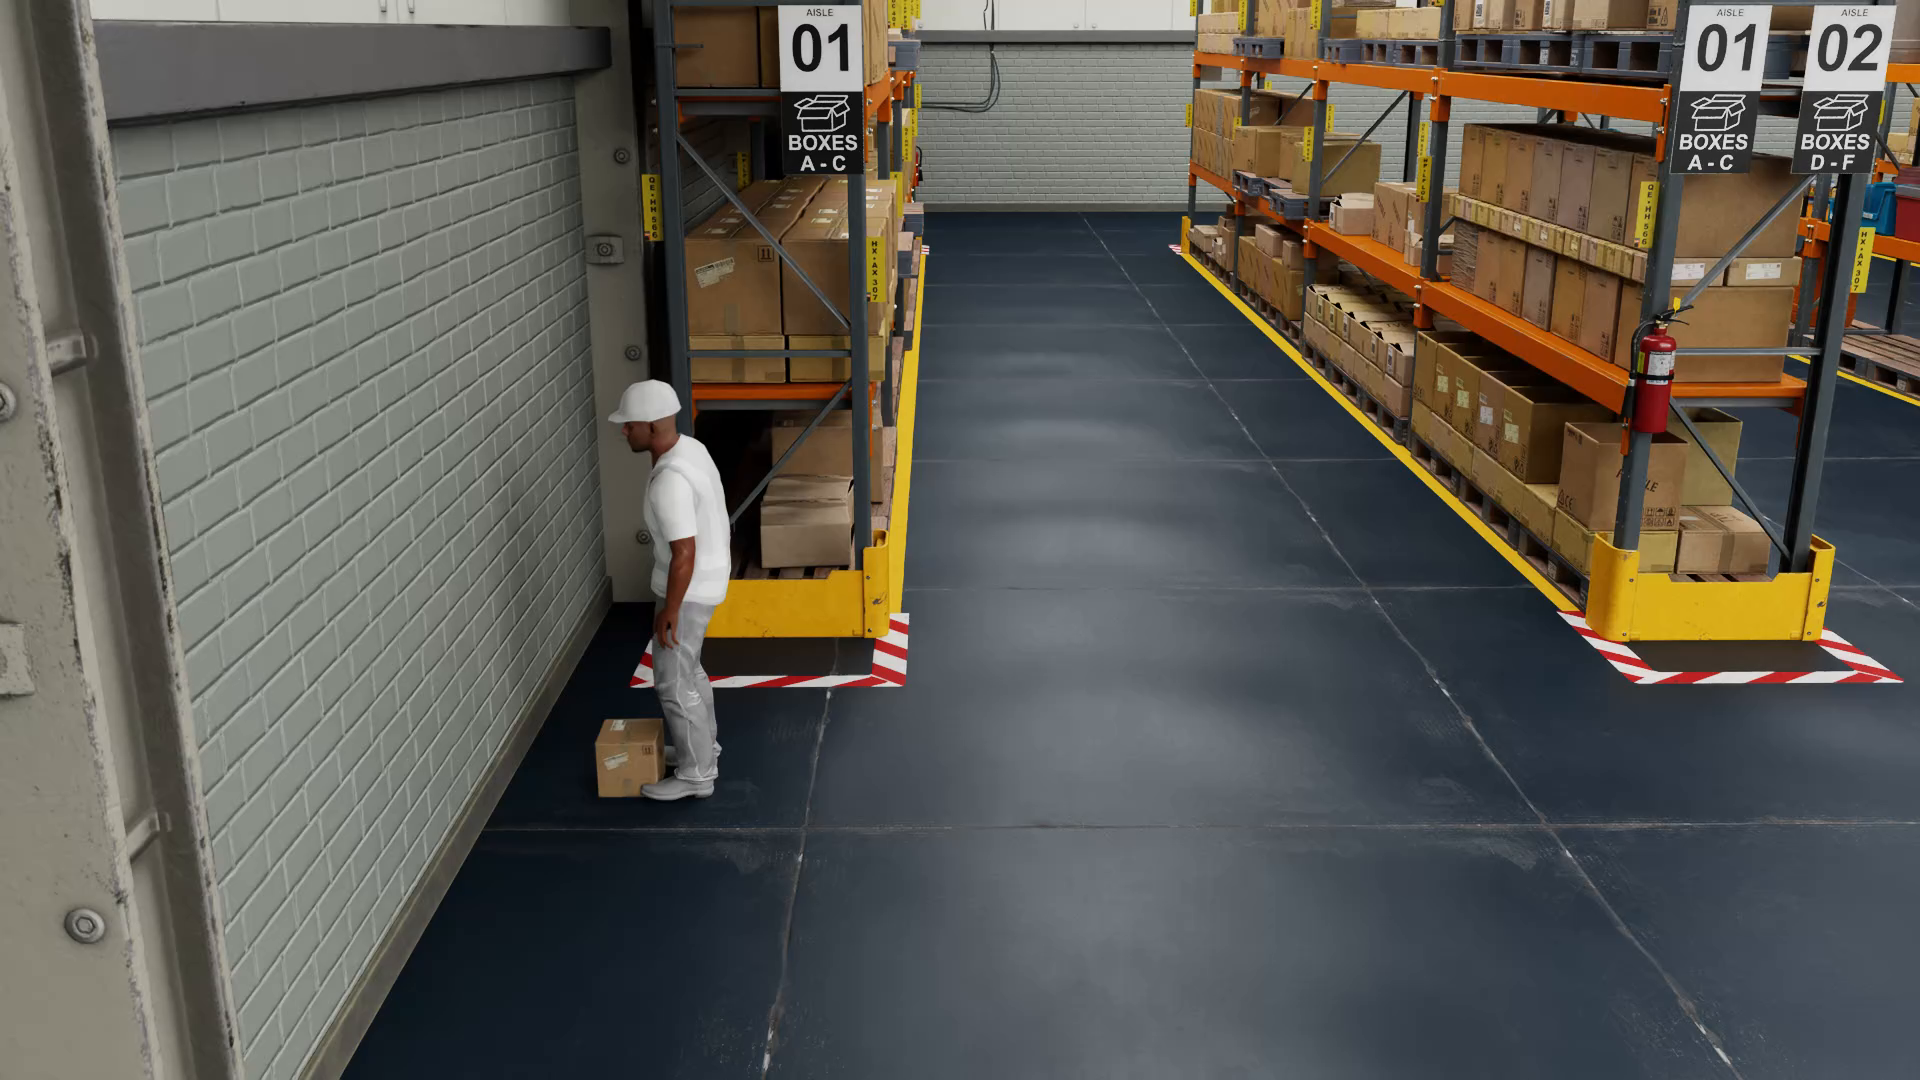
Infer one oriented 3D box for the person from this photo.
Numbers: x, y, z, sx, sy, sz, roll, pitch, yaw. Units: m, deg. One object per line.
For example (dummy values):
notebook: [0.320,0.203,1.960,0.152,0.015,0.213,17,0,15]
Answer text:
person: [-1.171,0.200,6.861,0.461,1.759,0.621,-1,17,-3]
